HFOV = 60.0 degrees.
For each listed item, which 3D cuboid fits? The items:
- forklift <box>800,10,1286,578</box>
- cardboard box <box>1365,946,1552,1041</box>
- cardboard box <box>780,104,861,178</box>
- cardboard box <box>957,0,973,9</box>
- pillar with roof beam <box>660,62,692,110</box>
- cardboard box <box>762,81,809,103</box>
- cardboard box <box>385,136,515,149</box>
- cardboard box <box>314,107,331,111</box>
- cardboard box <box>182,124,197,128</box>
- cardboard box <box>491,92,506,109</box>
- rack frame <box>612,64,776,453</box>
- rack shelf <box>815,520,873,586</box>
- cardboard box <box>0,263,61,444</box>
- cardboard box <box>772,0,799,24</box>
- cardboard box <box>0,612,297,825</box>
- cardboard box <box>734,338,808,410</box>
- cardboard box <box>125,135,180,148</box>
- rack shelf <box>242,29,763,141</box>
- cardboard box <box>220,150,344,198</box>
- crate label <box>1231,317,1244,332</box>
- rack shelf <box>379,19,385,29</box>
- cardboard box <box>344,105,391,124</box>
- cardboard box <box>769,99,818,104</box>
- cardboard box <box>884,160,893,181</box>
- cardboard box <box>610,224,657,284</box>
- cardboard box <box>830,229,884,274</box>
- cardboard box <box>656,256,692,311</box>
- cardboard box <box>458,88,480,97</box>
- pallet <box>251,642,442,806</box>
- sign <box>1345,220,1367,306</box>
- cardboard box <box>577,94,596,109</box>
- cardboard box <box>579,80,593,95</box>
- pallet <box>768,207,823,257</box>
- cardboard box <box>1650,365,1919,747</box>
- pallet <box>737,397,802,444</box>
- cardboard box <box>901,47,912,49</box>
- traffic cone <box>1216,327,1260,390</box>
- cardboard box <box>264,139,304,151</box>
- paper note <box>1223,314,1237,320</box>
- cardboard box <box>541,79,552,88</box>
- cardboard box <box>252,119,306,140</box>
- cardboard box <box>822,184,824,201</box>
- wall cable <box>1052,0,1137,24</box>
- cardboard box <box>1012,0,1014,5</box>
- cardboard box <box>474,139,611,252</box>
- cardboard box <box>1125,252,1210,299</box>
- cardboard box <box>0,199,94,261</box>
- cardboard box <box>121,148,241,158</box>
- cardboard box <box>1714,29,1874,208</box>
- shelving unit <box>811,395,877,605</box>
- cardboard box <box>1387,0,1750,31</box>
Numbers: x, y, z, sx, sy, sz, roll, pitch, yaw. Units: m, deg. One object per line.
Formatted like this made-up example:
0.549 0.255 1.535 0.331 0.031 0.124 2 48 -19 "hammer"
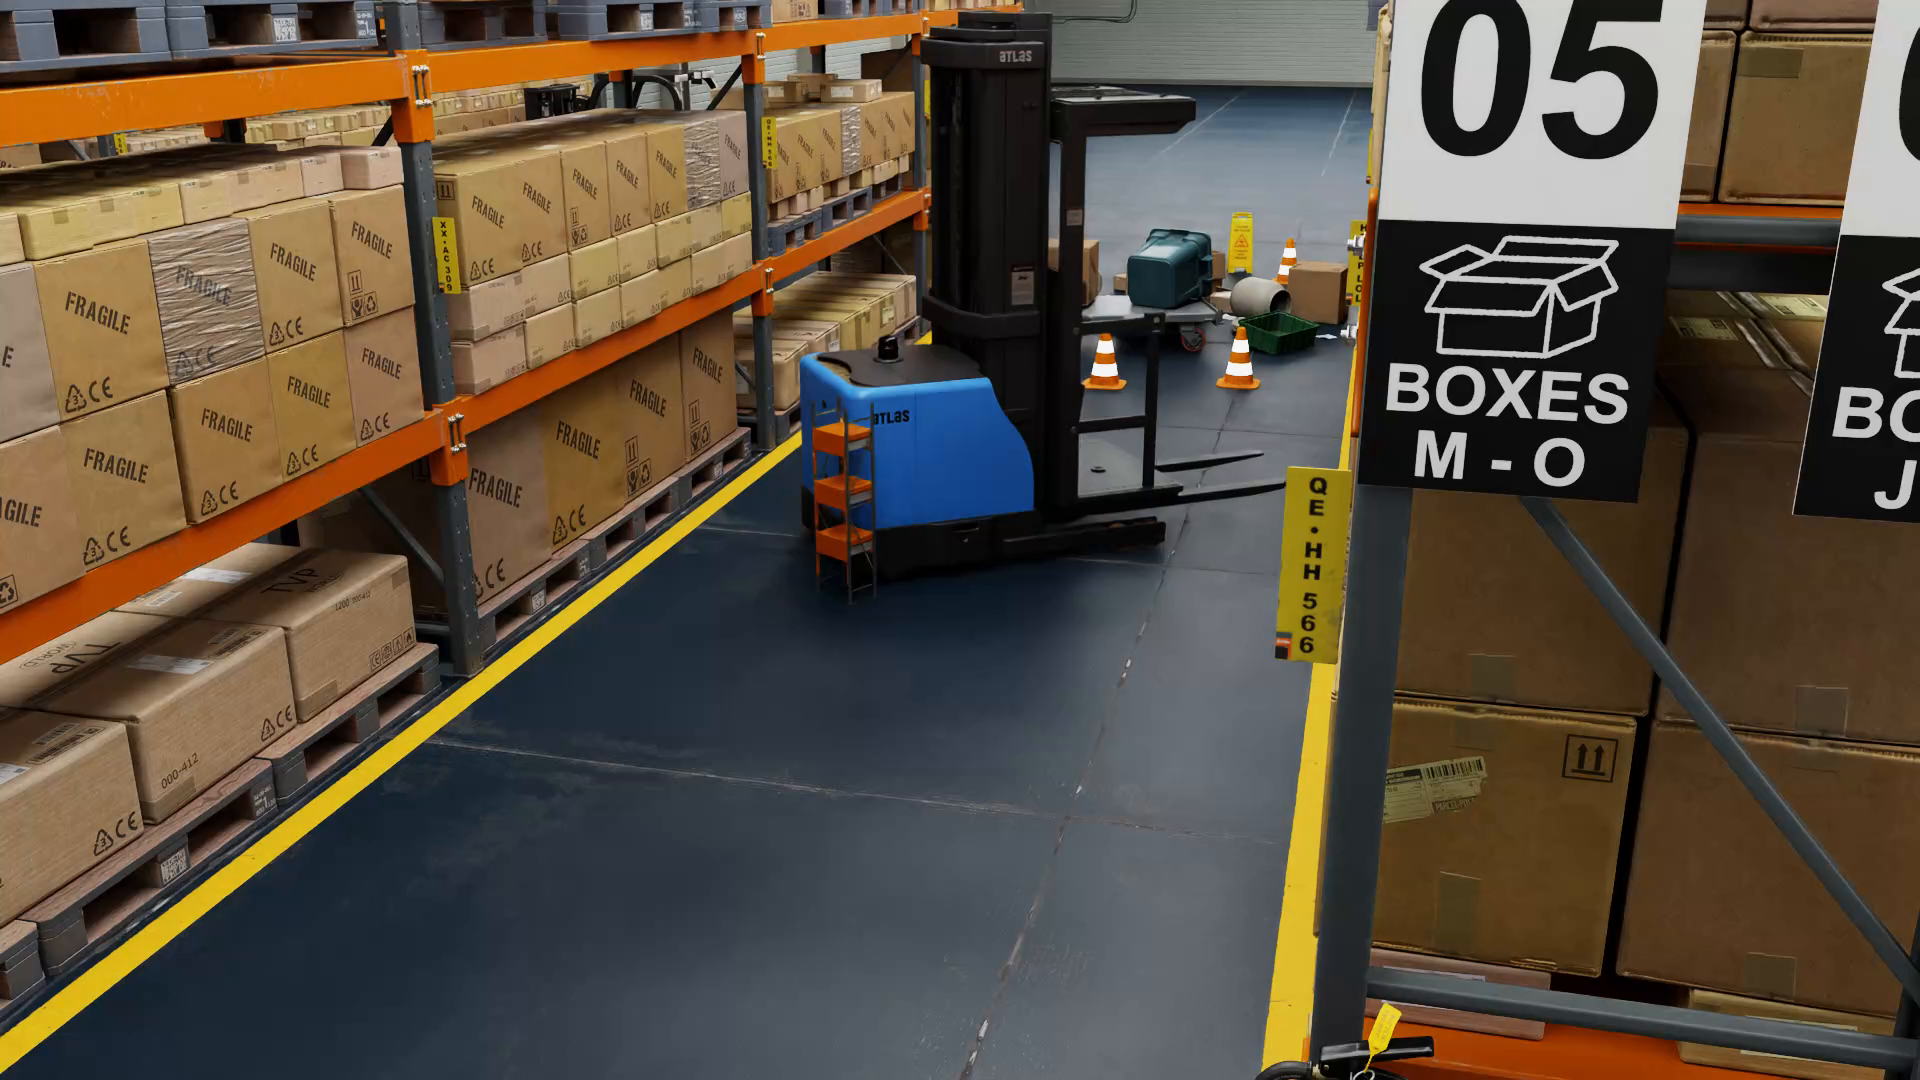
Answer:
0.643 -1.467 9.448 3.031 2.935 1.130 -7 20 -20 "forklift"
0.899 0.785 3.138 0.380 0.149 0.250 5 19 13 "cardboard box"
-1.069 -3.073 12.779 0.500 0.500 0.500 4 19 11 "cardboard box"
-0.085 -5.106 15.744 0.380 0.149 0.250 4 19 12 "cardboard box"
-0.040 -9.207 22.721 9.100 9.000 0.400 5 19 13 "pillar with roof beam"
-1.423 -3.556 13.189 0.380 0.149 0.250 6 20 16 "cardboard box"
-2.626 -1.823 8.682 0.500 0.500 0.500 5 20 15 "cardboard box"
-6.024 -3.902 15.312 0.380 0.149 0.250 4 19 12 "cardboard box"
-6.518 -3.349 13.695 0.380 0.149 0.250 4 19 12 "cardboard box"
-4.940 -4.553 17.219 0.380 0.149 0.250 4 19 12 "cardboard box"
-1.777 -2.076 11.125 1.000 3.000 0.127 5 19 13 "rack frame"
-0.601 0.066 8.762 0.240 0.259 0.215 17 25 40 "rack shelf"
-3.100 -0.542 4.931 0.500 0.500 0.500 5 19 13 "cardboard box"
-1.535 -3.839 11.492 0.700 0.500 0.500 5 19 13 "cardboard box"
-3.229 0.660 6.428 0.875 0.438 0.875 4 19 12 "cardboard box"
-1.629 -1.208 11.998 0.950 0.372 0.625 3 19 10 "cardboard box"
-6.163 -2.982 12.618 0.380 0.149 0.250 5 20 15 "cardboard box"
-2.265 -2.528 8.922 1.077 0.370 4.000 5 19 13 "rack shelf"
-2.690 -1.454 6.599 0.380 0.149 0.250 5 20 15 "cardboard box"
2.635 -1.952 15.191 0.298 0.136 0.250 -9 21 -24 "crate label"
-6.102 -4.173 13.736 1.077 0.370 4.000 5 19 13 "rack shelf"
-5.482 -3.950 15.454 0.380 0.149 0.250 5 20 15 "cardboard box"
-1.448 -3.282 13.390 0.500 0.500 0.500 5 19 13 "cardboard box"
-0.767 -3.062 13.750 0.380 0.149 0.250 4 19 12 "cardboard box"
-2.002 -1.584 9.143 0.500 0.250 0.500 4 19 12 "cardboard box"
-0.915 -2.789 15.656 0.500 0.500 0.500 4 19 13 "cardboard box"
-1.897 -1.508 9.695 0.500 0.250 0.500 4 19 13 "cardboard box"
-5.055 -4.535 16.705 0.380 0.149 0.250 5 20 15 "cardboard box"
-3.016 0.729 7.226 1.003 0.211 1.213 5 19 13 "pallet"
1.532 -1.054 6.341 0.100 0.325 0.005 5 19 13 "sign"
-4.502 -4.847 19.082 0.500 0.500 0.500 4 19 12 "cardboard box"
-4.449 -5.198 19.107 0.380 0.149 0.250 5 19 14 "cardboard box"
-1.706 -2.217 11.835 1.213 0.211 1.003 5 19 13 "pallet"
1.461 0.010 2.857 0.500 0.500 0.500 5 19 13 "cardboard box"
-1.584 -1.001 12.293 1.003 0.211 1.213 5 19 13 "pallet"
-0.187 -4.426 15.842 0.700 0.500 0.500 4 19 12 "cardboard box"
2.234 -1.469 13.273 0.336 0.463 0.334 5 19 13 "traffic cone"
-5.876 -3.234 13.974 0.500 0.250 0.500 5 19 14 "cardboard box"
2.583 -2.132 15.895 0.172 0.023 0.155 12 22 32 "paper note"
-4.676 -5.014 18.108 0.380 0.149 0.250 5 20 15 "cardboard box"
-5.755 -3.458 14.014 0.380 0.149 0.250 4 19 12 "cardboard box"
-1.233 -2.578 12.332 0.380 0.149 0.250 6 20 17 "cardboard box"
3.652 -16.419 48.639 3.097 2.526 0.112 5 19 13 "wall cable"
0.362 -5.750 17.630 0.380 0.149 0.250 5 19 14 "cardboard box"
-2.145 -1.777 8.547 0.500 0.500 0.500 4 19 12 "cardboard box"
1.983 -2.422 15.791 0.797 0.637 0.503 5 19 13 "cardboard box"
-2.956 -0.968 5.177 0.380 0.149 0.250 4 19 12 "cardboard box"
-3.130 -1.490 6.704 0.380 0.149 0.250 5 19 14 "cardboard box"
1.451 -0.679 2.625 0.500 0.250 0.500 5 20 15 "cardboard box"
-0.601 -0.207 8.669 0.252 1.050 0.215 17 25 40 "shelving unit"
0.959 -0.959 2.673 0.500 0.250 0.500 4 19 12 "cardboard box"
